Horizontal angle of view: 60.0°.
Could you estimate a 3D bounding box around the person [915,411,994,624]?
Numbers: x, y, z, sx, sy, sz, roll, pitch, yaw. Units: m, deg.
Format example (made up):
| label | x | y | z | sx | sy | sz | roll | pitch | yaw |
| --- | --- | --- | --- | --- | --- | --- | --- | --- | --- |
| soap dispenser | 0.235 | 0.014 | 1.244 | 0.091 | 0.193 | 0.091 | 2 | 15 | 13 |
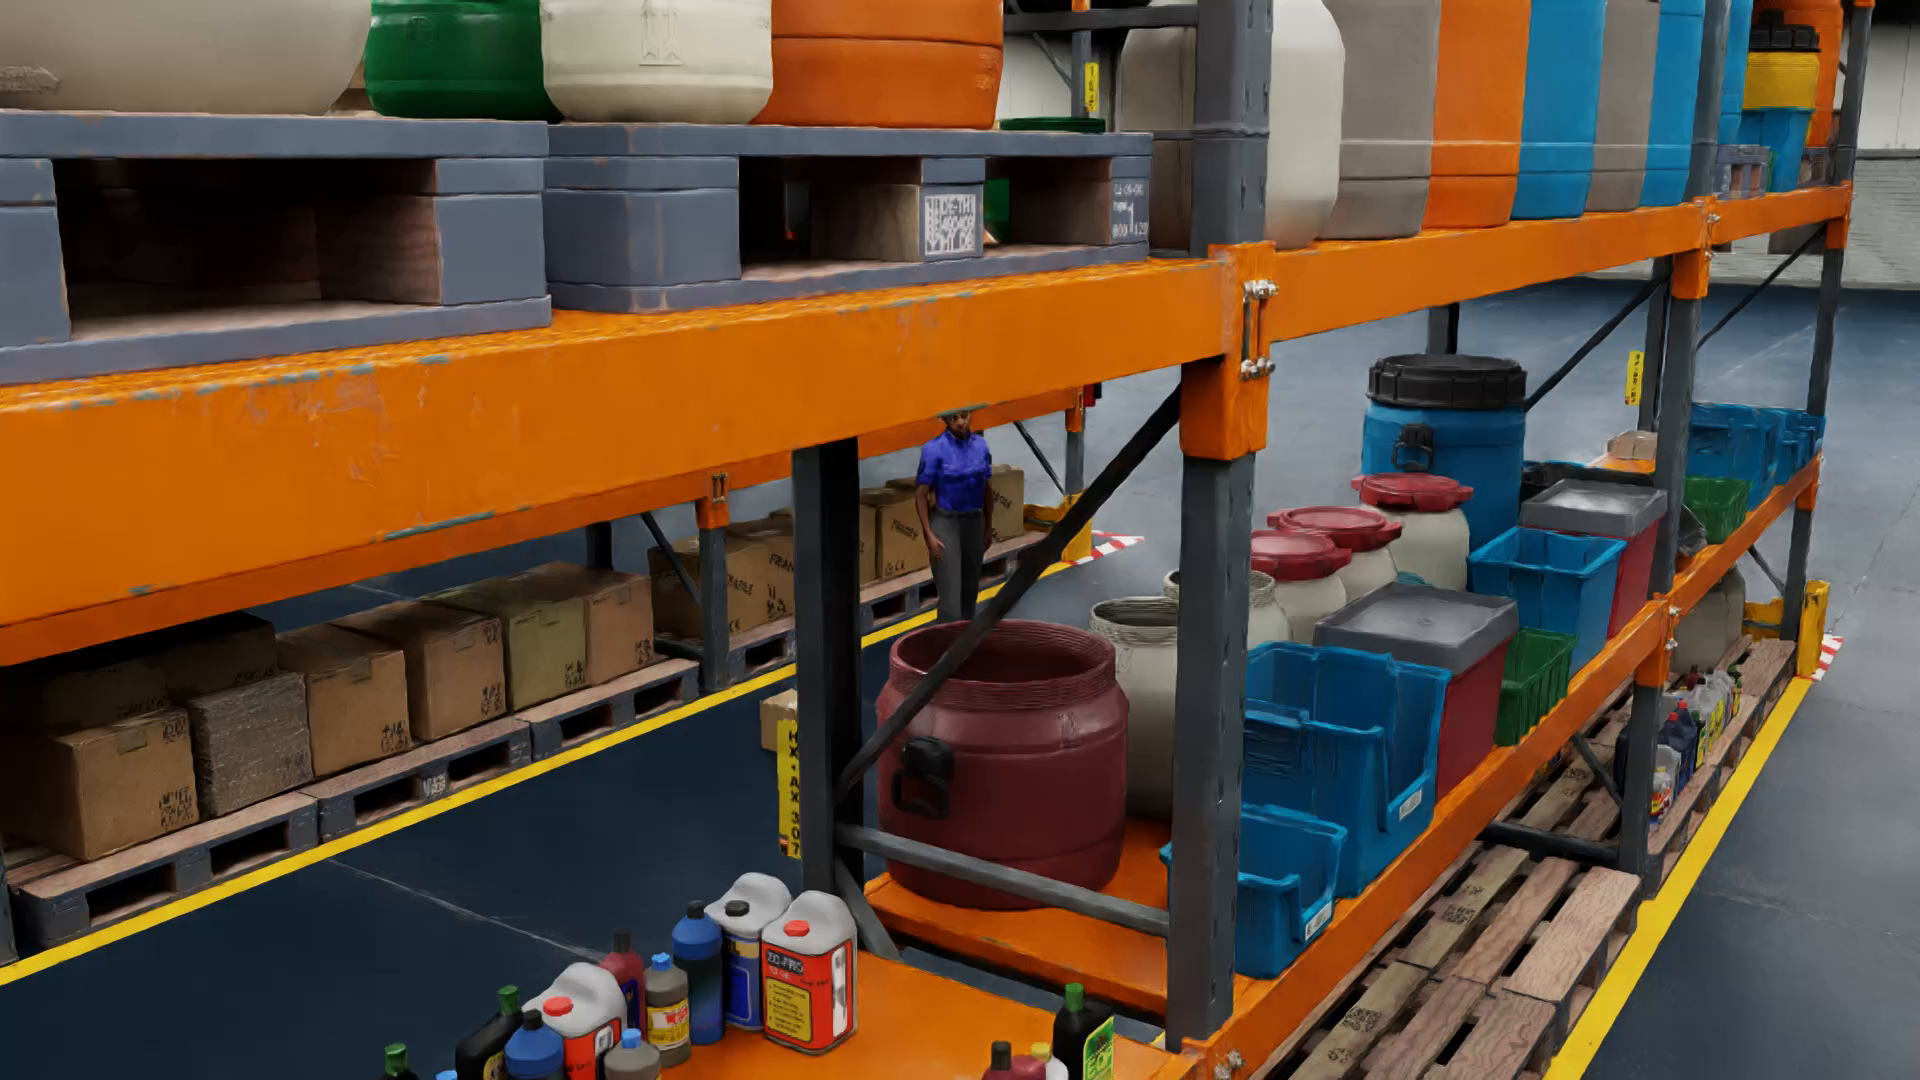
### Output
| label | x | y | z | sx | sy | sz | roll | pitch | yaw |
| --- | --- | --- | --- | --- | --- | --- | --- | --- | --- |
| person | 0.007 | -0.030 | 9.610 | 0.541 | 1.661 | 0.562 | -9 | 16 | -35 |
